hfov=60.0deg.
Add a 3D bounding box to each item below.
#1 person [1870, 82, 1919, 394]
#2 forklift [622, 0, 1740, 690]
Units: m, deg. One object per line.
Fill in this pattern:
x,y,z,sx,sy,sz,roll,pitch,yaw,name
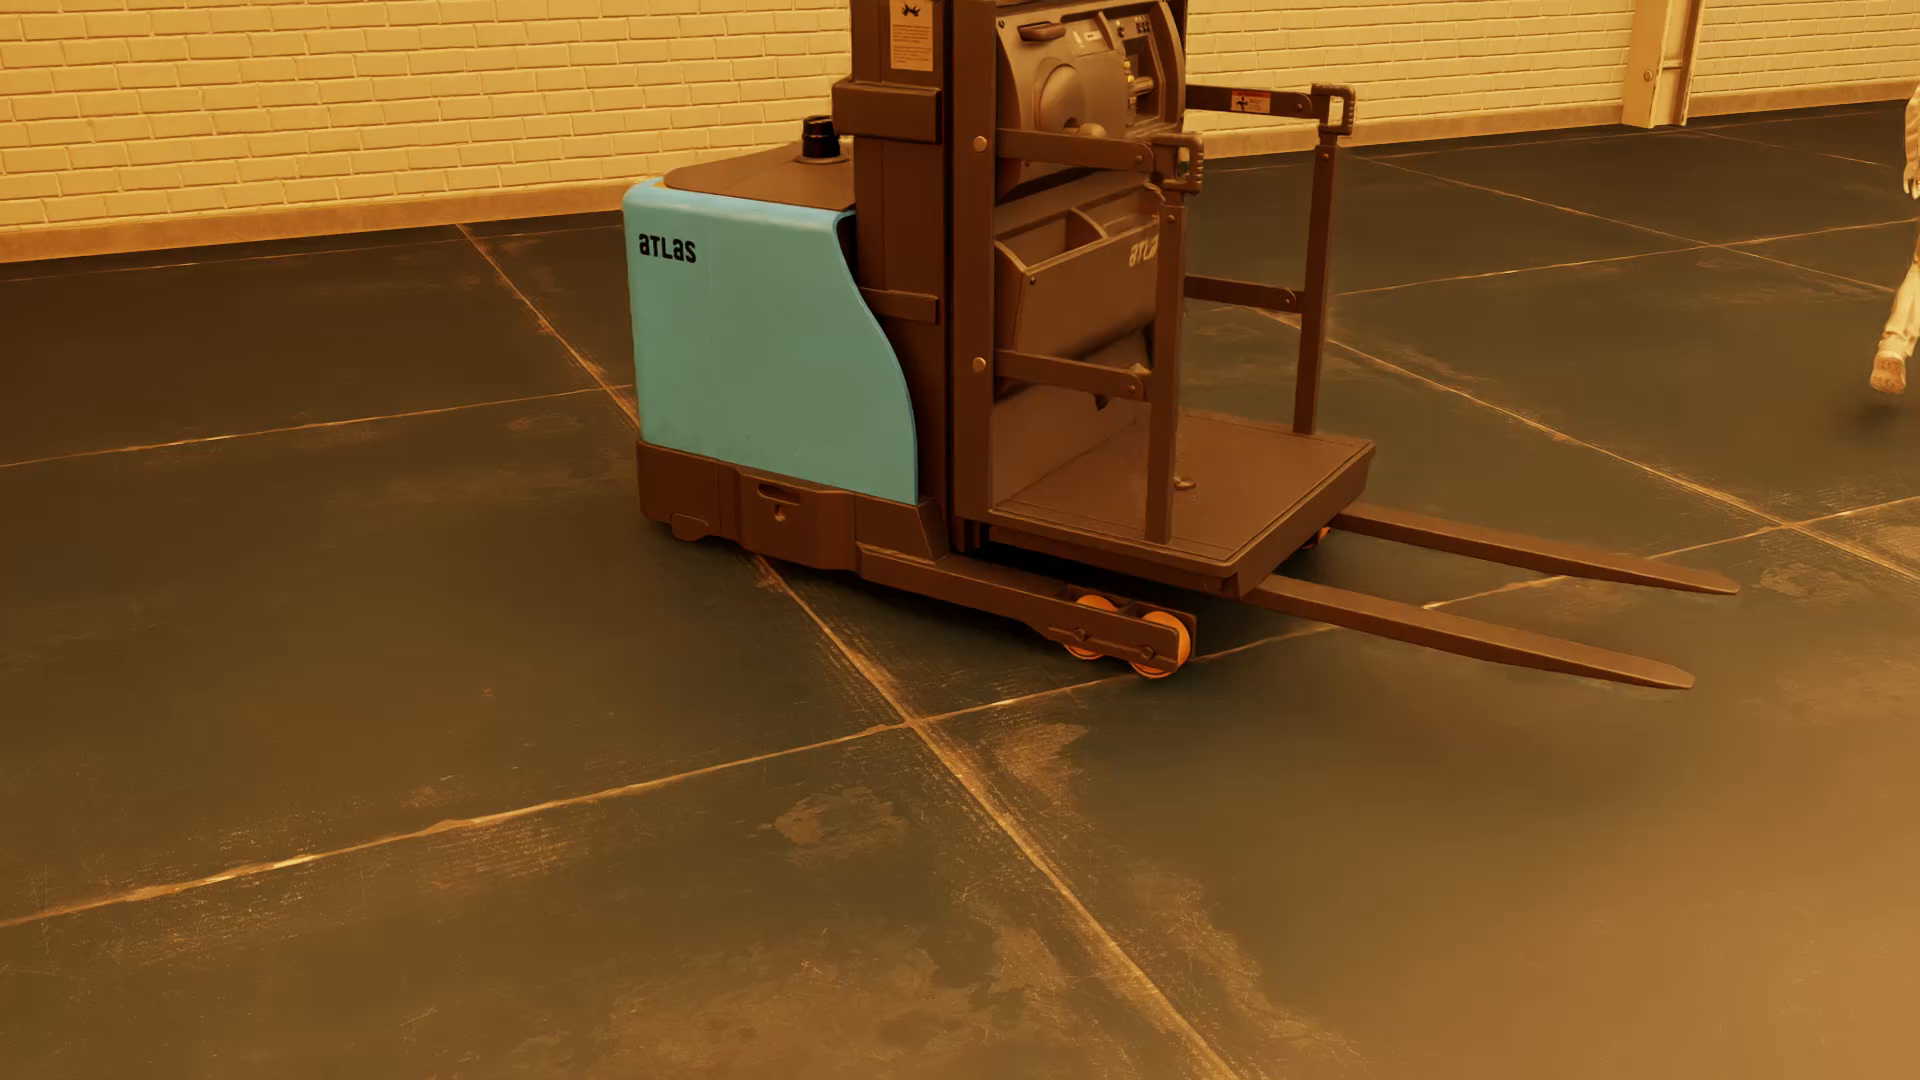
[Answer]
3.654,-1.241,5.953,0.459,1.650,0.673,-18,29,-37,person
0.533,-1.233,4.253,3.031,2.935,1.130,14,26,29,forklift
